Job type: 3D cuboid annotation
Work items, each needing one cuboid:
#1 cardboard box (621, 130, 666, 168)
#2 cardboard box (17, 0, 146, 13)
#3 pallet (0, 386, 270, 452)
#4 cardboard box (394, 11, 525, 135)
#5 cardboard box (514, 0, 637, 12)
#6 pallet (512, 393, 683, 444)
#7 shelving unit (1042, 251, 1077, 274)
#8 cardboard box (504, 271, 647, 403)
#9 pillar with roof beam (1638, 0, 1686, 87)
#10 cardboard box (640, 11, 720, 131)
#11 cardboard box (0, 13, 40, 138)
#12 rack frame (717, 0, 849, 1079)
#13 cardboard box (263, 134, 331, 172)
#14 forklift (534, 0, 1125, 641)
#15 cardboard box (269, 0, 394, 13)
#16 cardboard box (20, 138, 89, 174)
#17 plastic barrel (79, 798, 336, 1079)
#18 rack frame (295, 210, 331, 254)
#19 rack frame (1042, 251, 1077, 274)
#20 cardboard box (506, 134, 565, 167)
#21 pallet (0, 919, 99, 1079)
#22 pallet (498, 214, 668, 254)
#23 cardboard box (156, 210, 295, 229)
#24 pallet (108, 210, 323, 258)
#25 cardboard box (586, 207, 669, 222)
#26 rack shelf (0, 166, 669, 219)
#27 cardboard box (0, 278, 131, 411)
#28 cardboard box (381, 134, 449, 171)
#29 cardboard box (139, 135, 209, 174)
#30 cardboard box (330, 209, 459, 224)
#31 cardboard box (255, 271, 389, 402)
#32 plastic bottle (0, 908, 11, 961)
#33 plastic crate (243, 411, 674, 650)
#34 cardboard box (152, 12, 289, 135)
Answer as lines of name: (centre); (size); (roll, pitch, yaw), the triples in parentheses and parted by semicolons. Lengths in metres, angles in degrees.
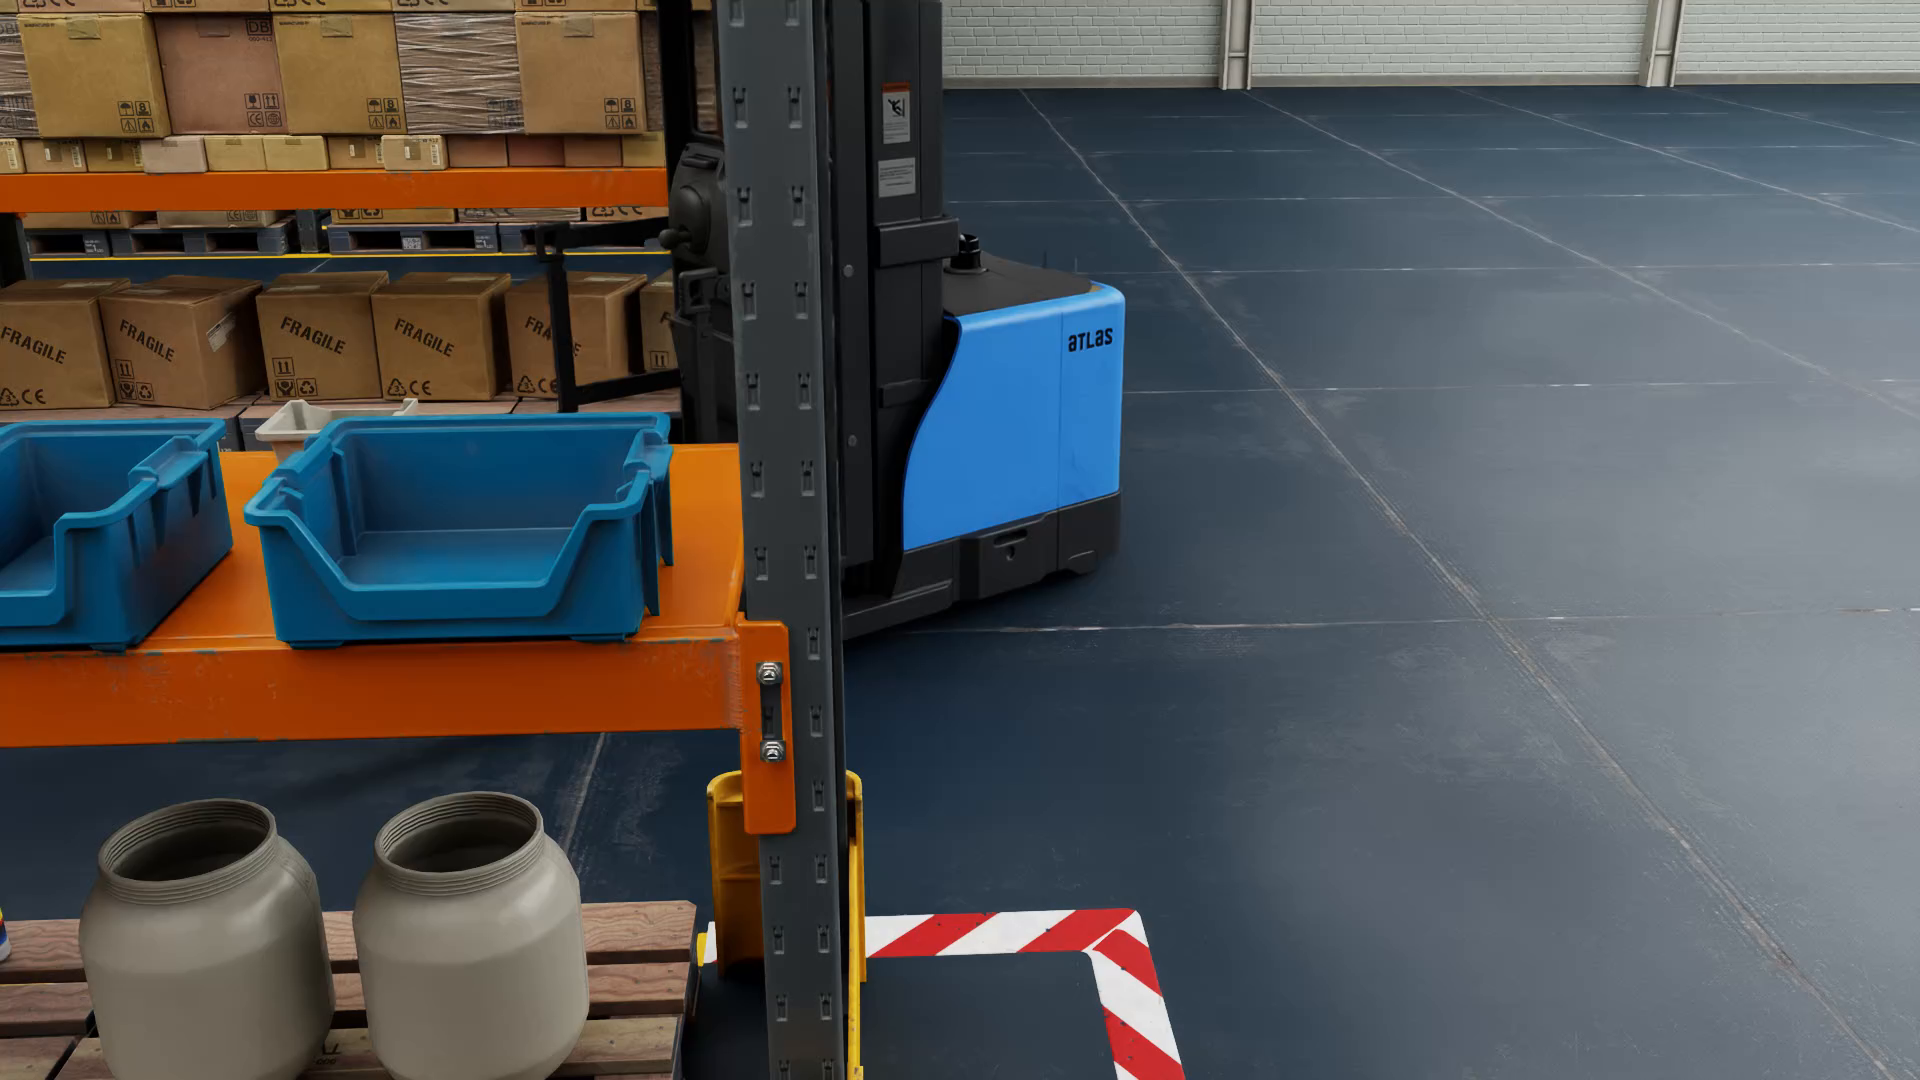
cardboard box: (-1.346, -1.751, 7.358); (0.250, 0.149, 0.380); (-1, 21, -3)
cardboard box: (-3.608, -2.477, 6.948); (0.500, 0.500, 0.500); (-1, 21, -3)
pallet: (-3.902, -0.618, 7.947); (1.213, 0.211, 1.003); (-1, 21, -3)
cardboard box: (-2.122, -2.113, 7.396); (0.500, 0.500, 0.875); (-1, 21, -3)
cardboard box: (-1.611, -2.518, 7.054); (0.500, 0.500, 0.500); (-1, 21, -3)
pallet: (-1.466, -0.667, 8.077); (1.213, 0.211, 1.003); (-1, 21, -3)
shelving unit: (0.303, -0.629, 6.797); (0.252, 1.050, 0.215); (-16, 26, -35)
cardboard box: (-1.796, -0.973, 7.883); (0.500, 0.500, 0.500); (4, 21, 11)
pillar with roof beam: (10.050, -9.084, 17.832); (0.400, 9.000, 9.100); (-1, 21, -3)
cardboard box: (-1.128, -2.160, 7.521); (0.500, 0.500, 0.875); (-1, 21, -3)
cardboard box: (-4.118, -2.068, 7.277); (0.500, 0.500, 0.875); (-1, 21, -3)
rack frame: (-0.294, -0.216, 2.974); (0.127, 3.000, 1.000); (-1, 21, -3)
cardboard box: (-2.842, -1.710, 7.250); (0.250, 0.149, 0.380); (-1, 21, -3)
forklift: (-0.863, -1.086, 5.354); (3.031, 2.935, 1.130); (-15, 26, -35)
cardboard box: (-2.610, -2.501, 7.011); (0.500, 0.500, 0.500); (-1, 21, -3)
cardboard box: (-3.840, -1.690, 7.197); (0.250, 0.149, 0.380); (-1, 21, -3)
plastic barrel: (-1.447, 0.801, 3.208); (0.421, 0.512, 0.421); (0, 21, 0)
rack frame: (-4.753, -3.659, 12.015); (0.127, 3.000, 1.000); (-1, 21, -3)
rack frame: (0.399, -0.656, 6.868); (0.008, 1.050, 0.200); (-16, 26, -35)
cardboard box: (-1.849, -1.761, 7.384); (0.250, 0.149, 0.380); (-1, 21, -3)
pallet: (-2.394, 1.143, 3.321); (1.213, 0.211, 1.003); (-1, 21, -3)
pallet: (-2.768, -2.369, 12.546); (1.213, 0.211, 1.003); (-1, 21, -3)
cardboard box: (-5.367, -2.759, 12.223); (0.750, 0.750, 1.050); (-1, 21, -3)
pallet: (-5.519, -2.313, 12.399); (1.213, 0.211, 1.003); (-1, 21, -3)
cardboard box: (-2.311, -2.887, 12.385); (0.875, 0.875, 0.875); (-1, 21, -4)
rack shelf: (-2.574, -1.599, 7.616); (4.000, 0.370, 1.077); (-1, 21, -3)
cardboard box: (-4.169, -0.917, 7.736); (0.500, 0.500, 0.500); (-2, 21, -5)
cardboard box: (-2.341, -1.712, 7.254); (0.250, 0.149, 0.380); (-1, 21, -3)
cardboard box: (-3.339, -1.689, 7.195); (0.250, 0.149, 0.380); (-1, 21, -3)
cardboard box: (-4.121, -2.850, 12.286); (0.875, 0.875, 0.875); (-1, 21, -2)
cardboard box: (-2.982, -0.971, 7.880); (0.500, 0.500, 0.500); (-3, 21, -8)
plastic bottle: (-2.122, 0.779, 3.575); (0.097, 0.271, 0.097); (0, 21, 0)
plastic crate: (-0.777, -0.030, 2.694); (0.616, 0.251, 0.499); (-1, 21, -3)
cardboard box: (-3.123, -2.111, 7.392); (0.500, 0.500, 0.875); (-1, 21, -3)
